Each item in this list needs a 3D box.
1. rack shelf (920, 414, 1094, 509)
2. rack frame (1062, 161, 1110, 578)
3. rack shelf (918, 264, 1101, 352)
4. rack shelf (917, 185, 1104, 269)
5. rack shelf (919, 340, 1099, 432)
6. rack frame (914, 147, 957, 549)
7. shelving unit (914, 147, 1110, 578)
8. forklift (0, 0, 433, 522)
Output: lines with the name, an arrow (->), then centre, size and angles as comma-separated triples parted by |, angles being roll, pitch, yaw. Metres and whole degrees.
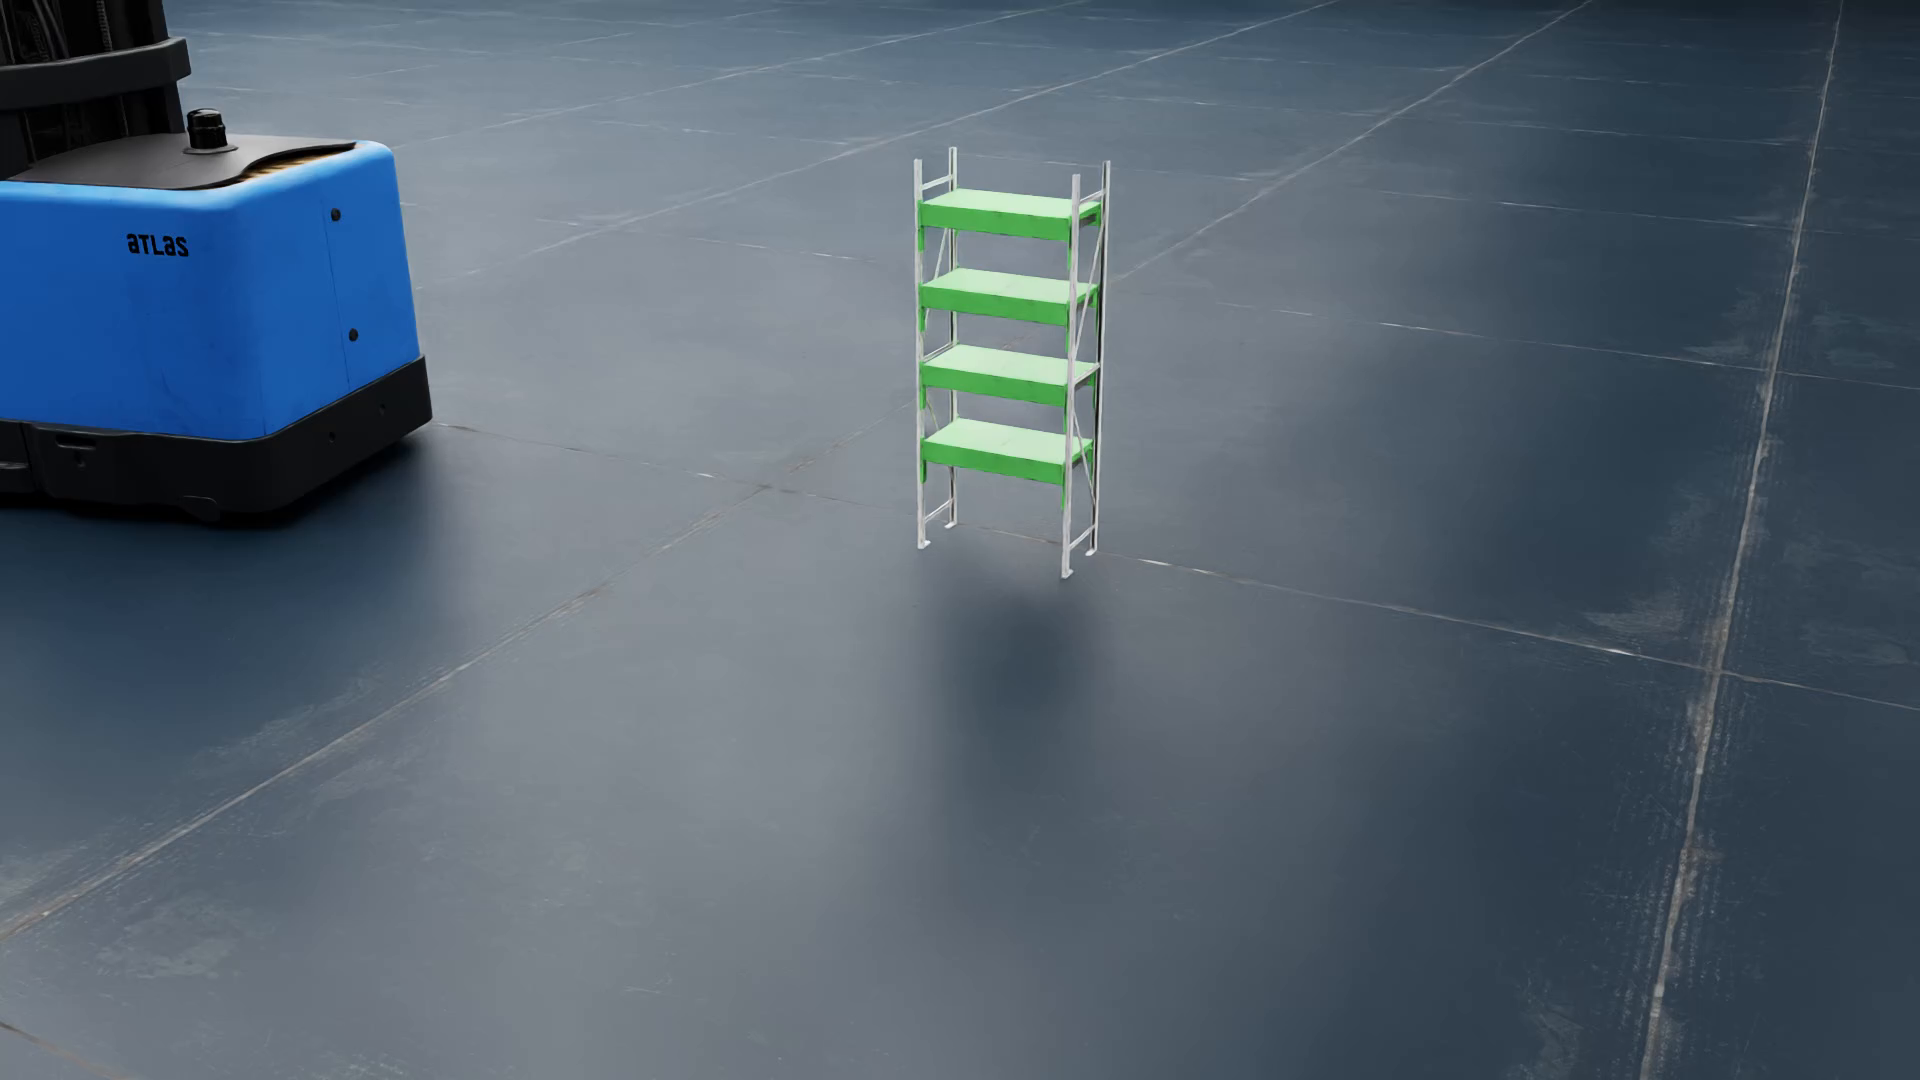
rack shelf -> 0.148, -0.243, 5.065 | 0.480, 0.148, 0.258 | 11, 25, 25
rack frame -> 0.365, -0.480, 4.845 | 0.015, 1.200, 0.240 | 11, 25, 25
rack shelf -> 0.148, -0.685, 4.878 | 0.480, 0.148, 0.258 | 11, 25, 25
rack shelf -> 0.148, -0.906, 4.784 | 0.480, 0.148, 0.258 | 11, 25, 25
rack shelf -> 0.148, -0.464, 4.971 | 0.480, 0.148, 0.258 | 11, 25, 25
rack frame -> -0.070, -0.566, 5.048 | 0.015, 1.200, 0.240 | 11, 25, 25
shelving unit -> 0.148, -0.523, 4.946 | 0.503, 1.200, 0.258 | 11, 25, 25
forklift -> -3.515, -1.705, 5.513 | 3.031, 2.935, 1.130 | 6, 24, 13
